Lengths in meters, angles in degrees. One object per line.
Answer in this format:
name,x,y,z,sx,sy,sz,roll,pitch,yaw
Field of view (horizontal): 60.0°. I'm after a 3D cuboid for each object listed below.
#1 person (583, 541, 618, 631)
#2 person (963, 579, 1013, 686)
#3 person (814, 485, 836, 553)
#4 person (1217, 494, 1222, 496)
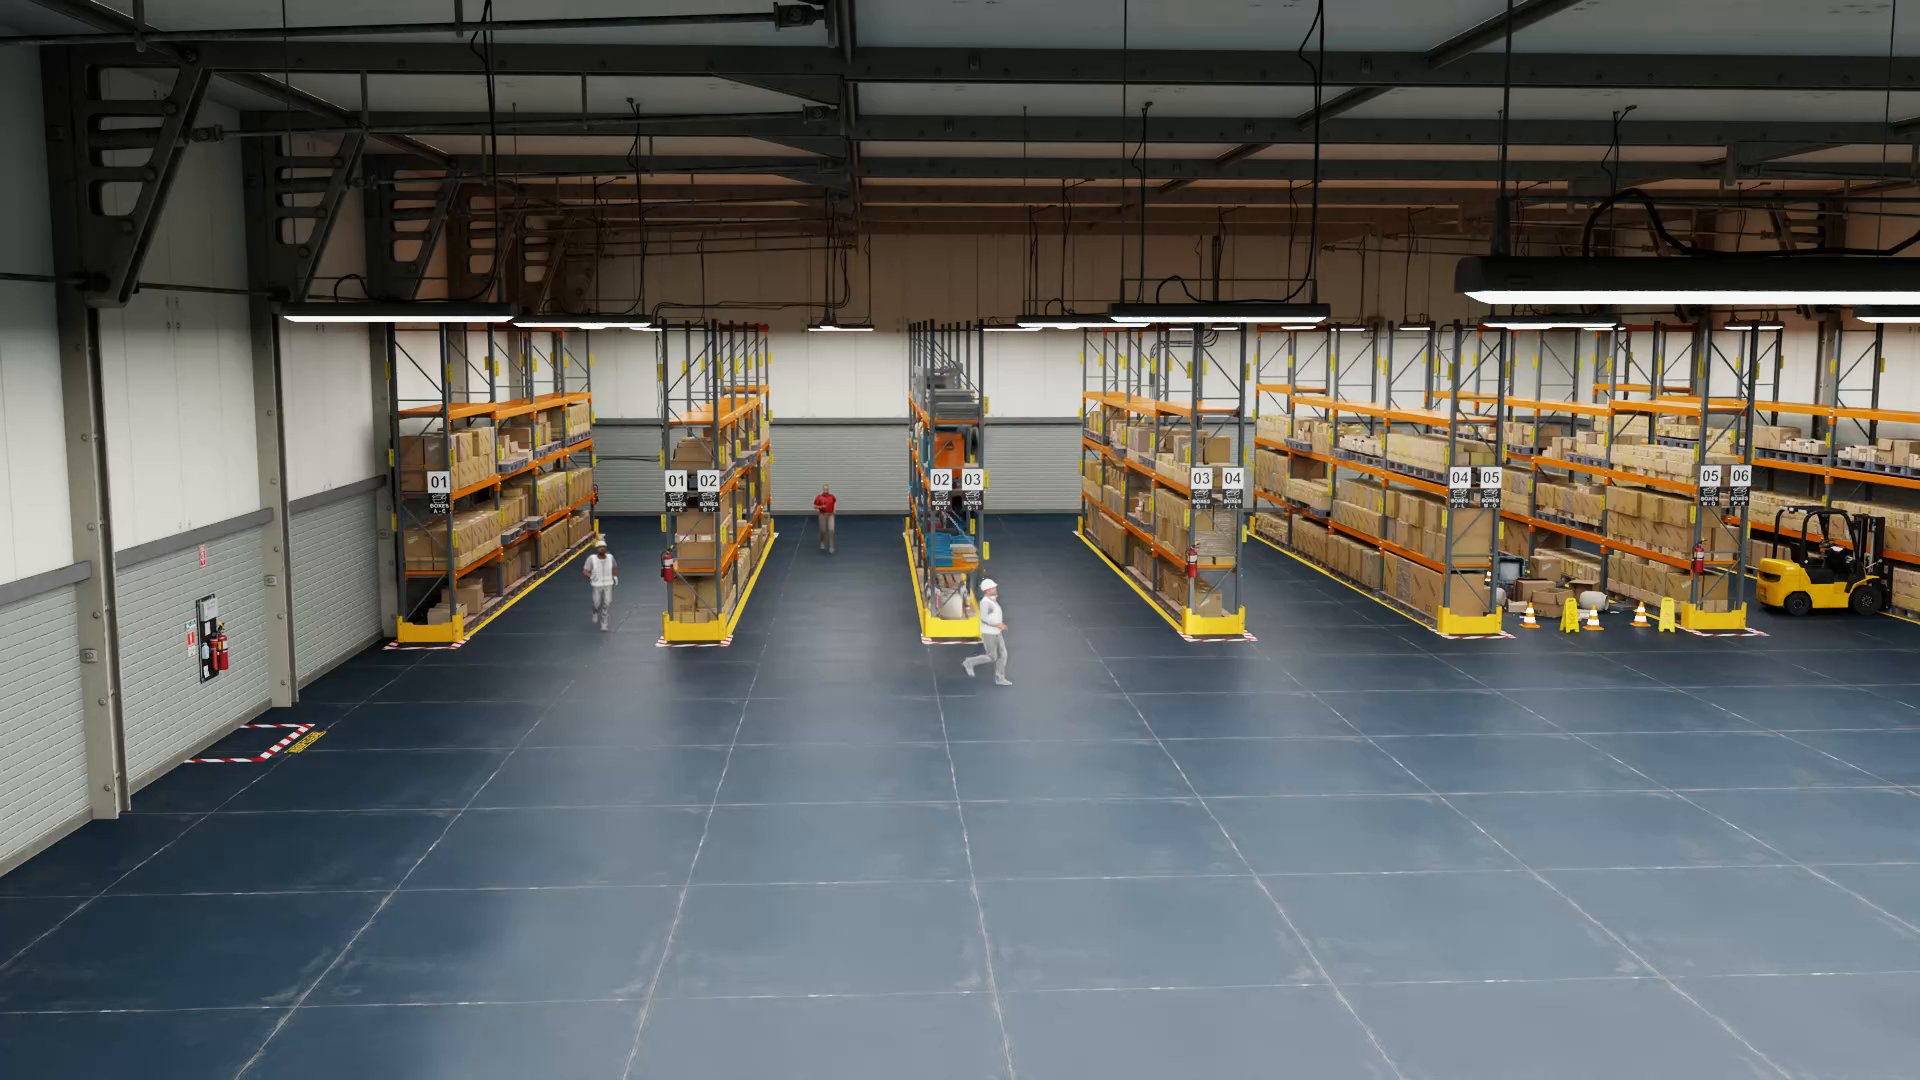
person,-6.959,0.874,32.281,0.687,1.743,0.704,-3,8,-24
person,0.467,1.510,27.193,0.831,1.758,0.670,2,7,14
person,-3.536,-0.575,43.922,0.653,1.752,0.898,-2,7,-15
person,7.147,-1.062,48.121,0.713,1.704,0.590,7,10,44
